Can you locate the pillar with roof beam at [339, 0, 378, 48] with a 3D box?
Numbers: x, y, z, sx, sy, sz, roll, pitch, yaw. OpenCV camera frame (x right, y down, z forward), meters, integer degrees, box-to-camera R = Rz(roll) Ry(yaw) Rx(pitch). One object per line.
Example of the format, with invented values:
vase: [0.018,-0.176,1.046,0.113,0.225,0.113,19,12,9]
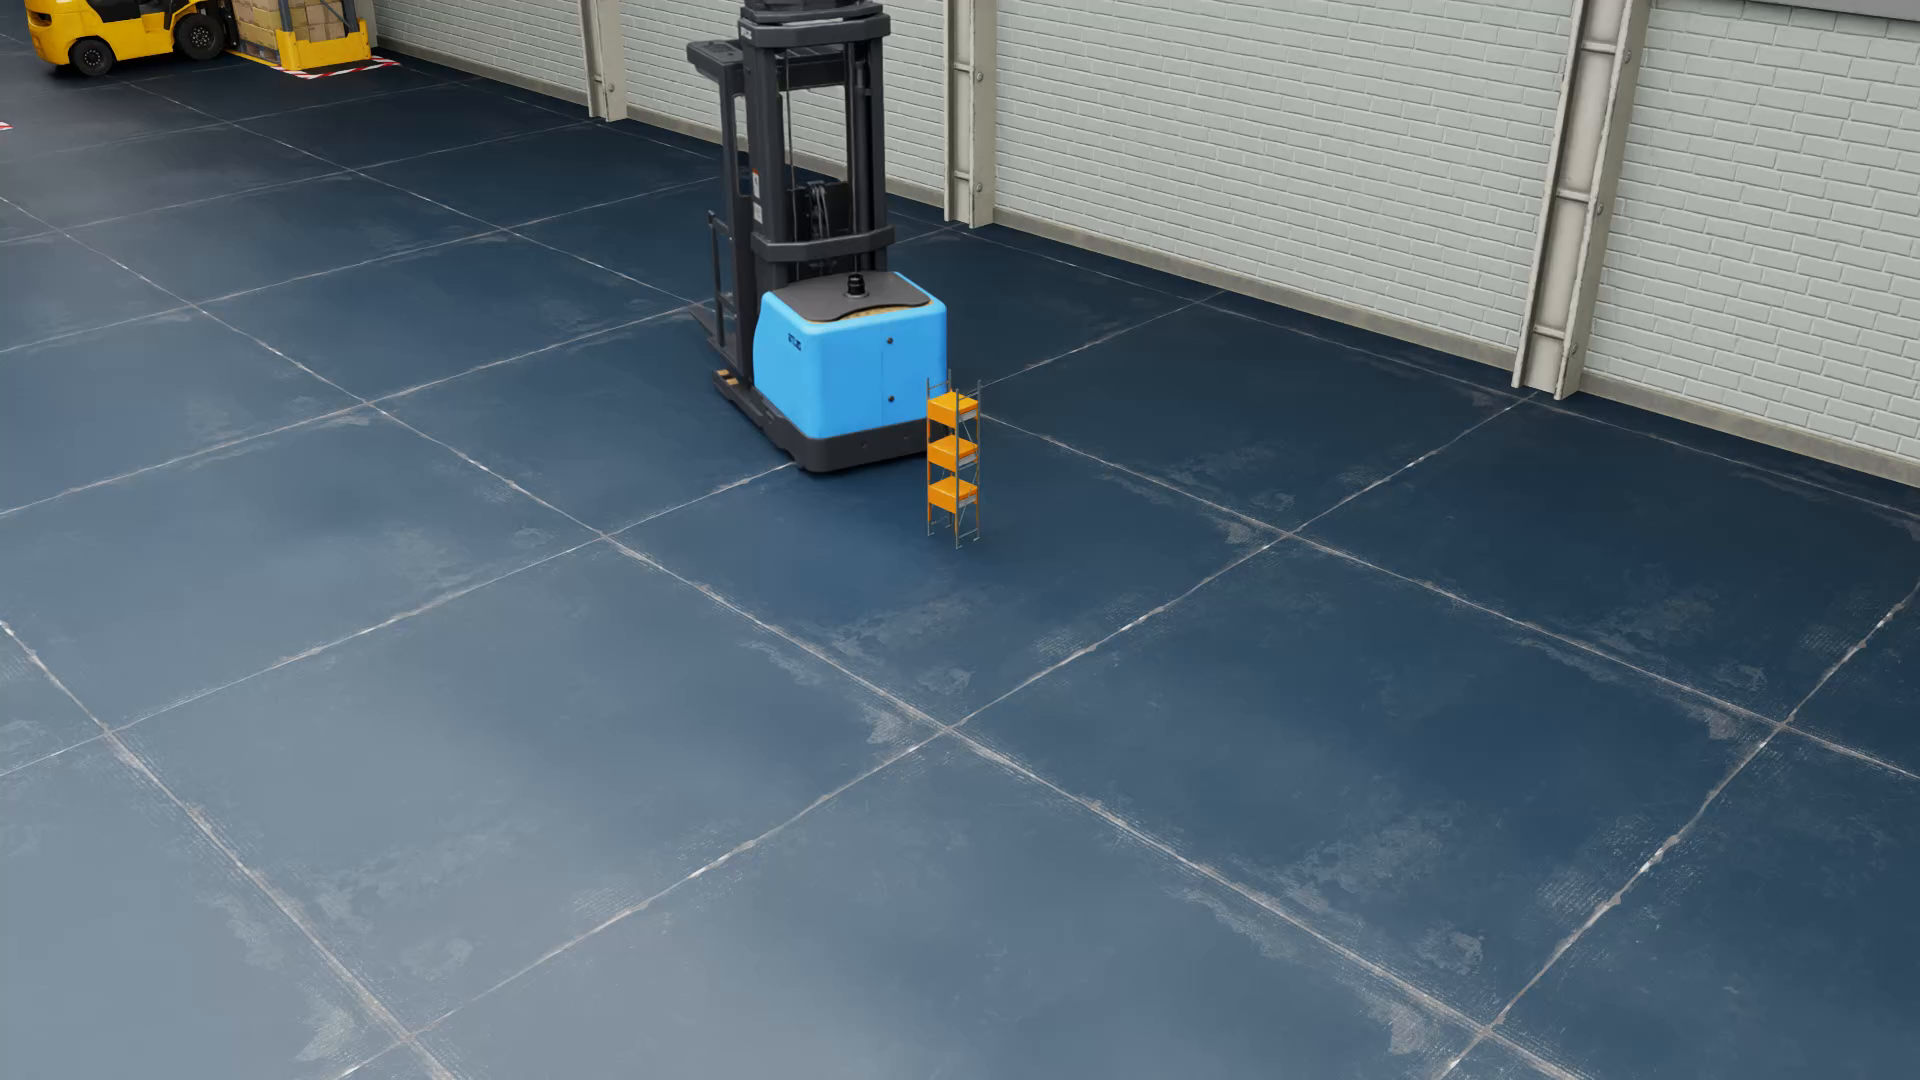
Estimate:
pillar with roof beam: [-11.483,-9.567,18.775,0.400,9.000,9.100,25,36,38]

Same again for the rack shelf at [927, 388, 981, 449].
rack shelf: [-0.038,-0.724,9.912,0.240,0.259,0.215,25,36,38]

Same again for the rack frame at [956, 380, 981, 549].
rack frame: [0.049,-0.442,9.963,0.008,1.050,0.200,25,36,38]

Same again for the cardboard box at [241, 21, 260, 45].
cardboard box: [-9.505,-6.997,22.836,0.500,0.250,0.500,25,36,38]

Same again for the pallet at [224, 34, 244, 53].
pallet: [-10.041,-7.213,23.742,1.213,0.211,1.003,25,36,38]

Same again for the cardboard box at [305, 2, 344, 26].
cardboard box: [-8.790,-7.226,22.736,0.500,0.250,0.500,-25,36,-38]

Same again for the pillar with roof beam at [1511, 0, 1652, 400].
pillar with roof beam: [1.352,-3.694,7.606,0.400,9.000,9.100,25,36,38]

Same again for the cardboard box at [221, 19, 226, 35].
cardboard box: [-10.242,-7.325,23.461,0.500,0.250,0.500,-24,36,-38]

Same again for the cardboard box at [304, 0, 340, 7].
cardboard box: [-8.811,-7.445,22.615,0.500,0.250,0.500,24,36,38]

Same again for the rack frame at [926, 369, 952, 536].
rack frame: [-0.125,-0.522,10.115,0.008,1.050,0.200,25,36,38]

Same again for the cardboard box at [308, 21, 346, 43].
cardboard box: [-8.814,-7.008,22.858,0.500,0.250,0.500,25,37,39]

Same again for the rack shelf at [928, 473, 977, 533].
rack shelf: [-0.038,-0.227,10.173,0.240,0.259,0.215,25,36,38]

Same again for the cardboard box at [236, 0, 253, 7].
cardboard box: [-9.516,-7.437,22.599,0.500,0.250,0.500,-25,36,-38]

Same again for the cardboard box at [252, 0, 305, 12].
cardboard box: [-9.148,-7.272,22.286,0.500,0.250,0.500,-24,36,-38]

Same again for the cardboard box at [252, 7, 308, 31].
cardboard box: [-9.167,-7.059,22.418,0.500,0.250,0.500,24,36,38]

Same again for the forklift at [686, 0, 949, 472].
forklift: [-1.187,-2.398,11.662,1.130,2.935,3.031,-13,31,-24]

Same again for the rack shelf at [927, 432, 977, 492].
rack shelf: [-0.038,-0.473,10.044,0.240,0.259,0.215,25,36,38]

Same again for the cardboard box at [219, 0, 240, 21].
cardboard box: [-9.900,-7.388,23.043,0.500,0.250,0.500,24,36,37]

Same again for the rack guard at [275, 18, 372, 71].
rack guard: [-8.583,-6.700,22.454,0.348,0.500,1.175,25,36,38]

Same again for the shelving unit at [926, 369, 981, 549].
shelving unit: [-0.038,-0.482,10.039,0.252,1.050,0.215,25,36,38]

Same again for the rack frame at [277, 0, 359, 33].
rack frame: [-8.601,-7.814,21.888,0.127,3.000,1.000,25,36,38]

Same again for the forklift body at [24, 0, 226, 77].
forklift body: [-11.232,-7.452,22.110,1.214,2.155,2.313,25,36,38]

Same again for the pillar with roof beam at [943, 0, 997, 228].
pillar with roof beam: [-2.927,-5.651,11.329,0.400,9.000,9.100,25,36,38]

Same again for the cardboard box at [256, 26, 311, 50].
cardboard box: [-9.157,-6.831,22.522,0.500,0.250,0.500,25,37,39]

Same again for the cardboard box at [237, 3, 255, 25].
cardboard box: [-9.517,-7.226,22.736,0.500,0.250,0.500,24,36,38]

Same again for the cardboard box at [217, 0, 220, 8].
cardboard box: [-10.254,-7.552,23.356,0.500,0.250,0.500,24,36,38]

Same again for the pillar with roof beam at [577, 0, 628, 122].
pillar with roof beam: [-7.205,-7.609,15.052,0.400,9.000,9.100,25,36,38]

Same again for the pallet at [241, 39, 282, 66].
pallet: [-9.175,-6.815,22.985,1.213,0.211,1.003,25,36,38]

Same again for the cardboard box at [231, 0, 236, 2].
cardboard box: [-9.883,-7.598,22.906,0.500,0.250,0.500,-25,37,-39]

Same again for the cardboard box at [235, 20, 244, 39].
cardboard box: [-9.856,-7.163,23.153,0.500,0.250,0.500,-25,37,-39]
